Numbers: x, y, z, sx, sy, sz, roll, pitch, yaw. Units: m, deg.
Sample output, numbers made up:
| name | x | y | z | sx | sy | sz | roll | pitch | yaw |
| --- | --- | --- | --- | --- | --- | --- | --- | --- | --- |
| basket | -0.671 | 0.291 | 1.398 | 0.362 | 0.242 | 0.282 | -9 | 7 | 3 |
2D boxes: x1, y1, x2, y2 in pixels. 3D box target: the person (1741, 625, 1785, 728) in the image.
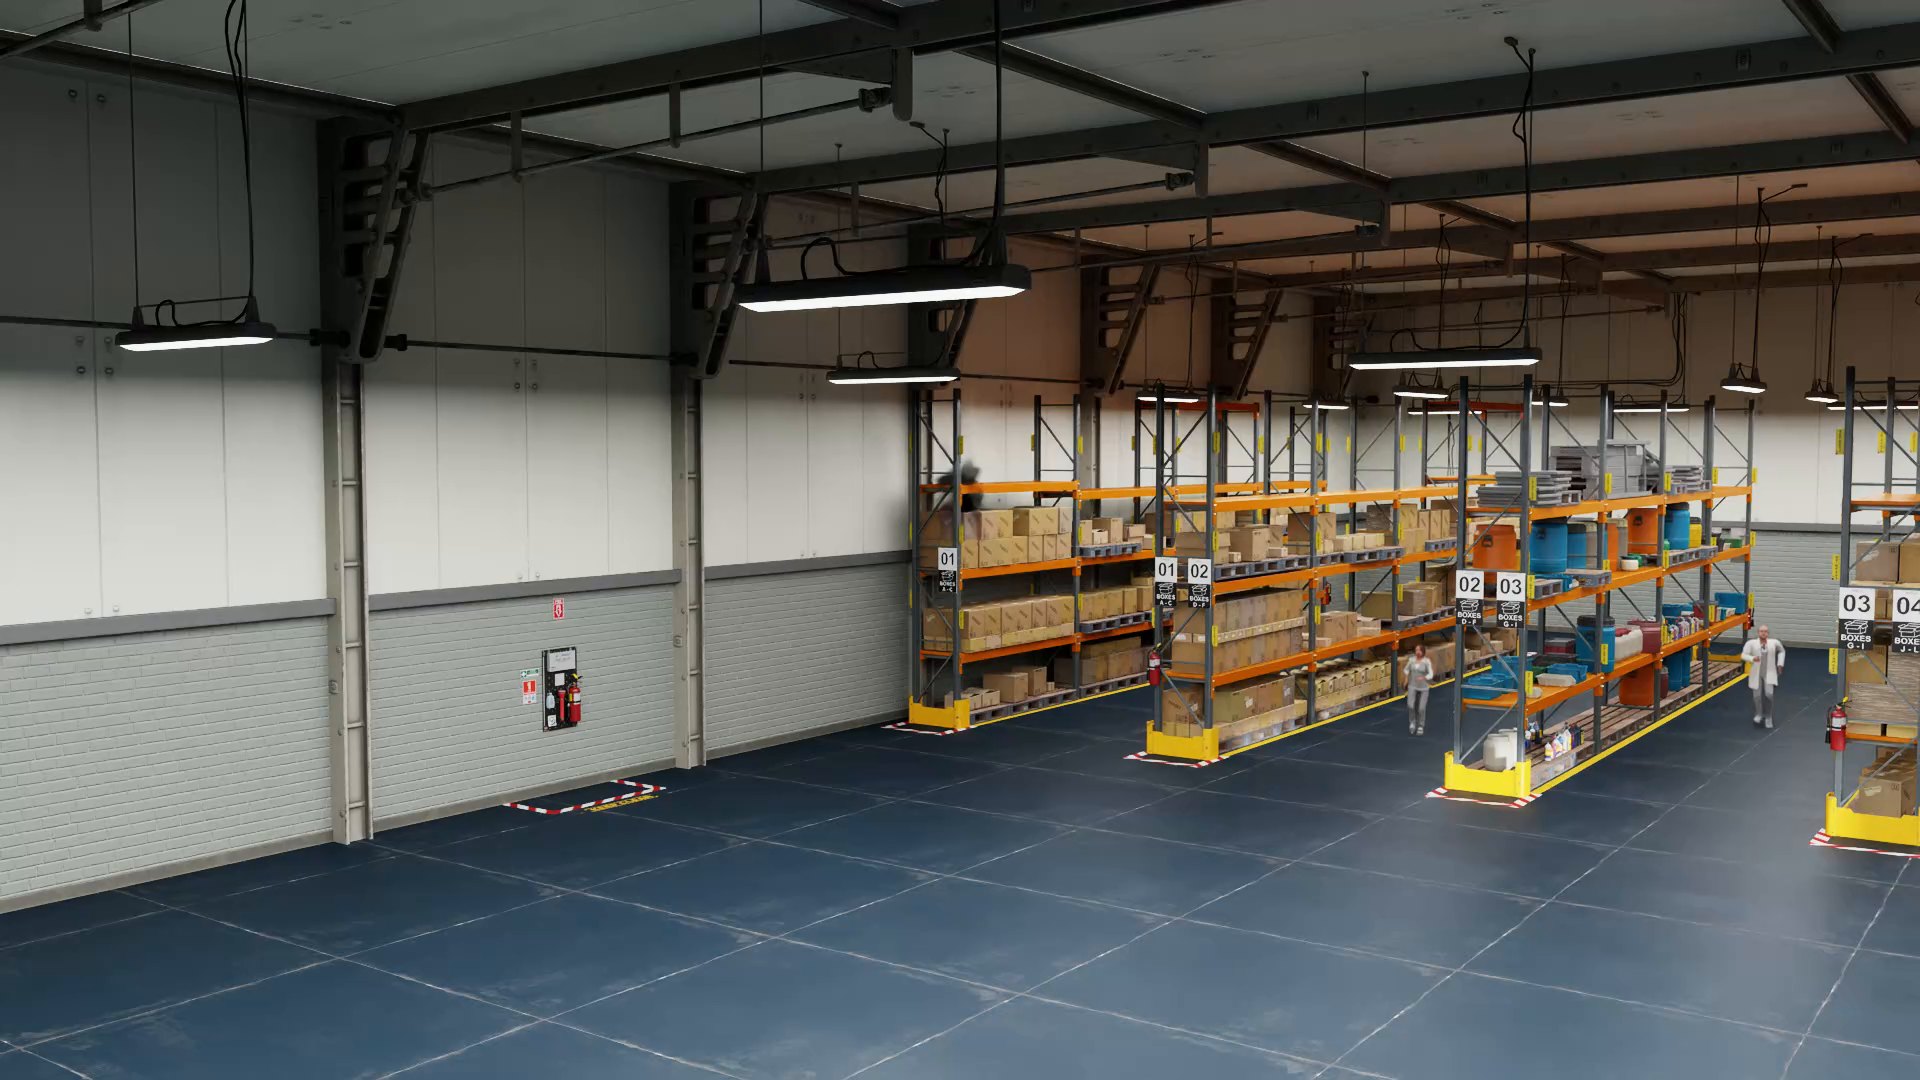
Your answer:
| name | x | y | z | sx | sy | sz | roll | pitch | yaw |
| --- | --- | --- | --- | --- | --- | --- | --- | --- | --- |
| person | 14.278 | 2.436 | 29.594 | 0.699 | 1.840 | 0.814 | 2 | 4 | 26 |

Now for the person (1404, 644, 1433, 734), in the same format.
| name | x | y | z | sx | sy | sz | roll | pitch | yaw |
| --- | --- | --- | --- | --- | --- | --- | --- | --- | --- |
| person | 7.865 | 2.574 | 28.595 | 0.519 | 1.567 | 0.624 | 1 | 4 | 23 |
